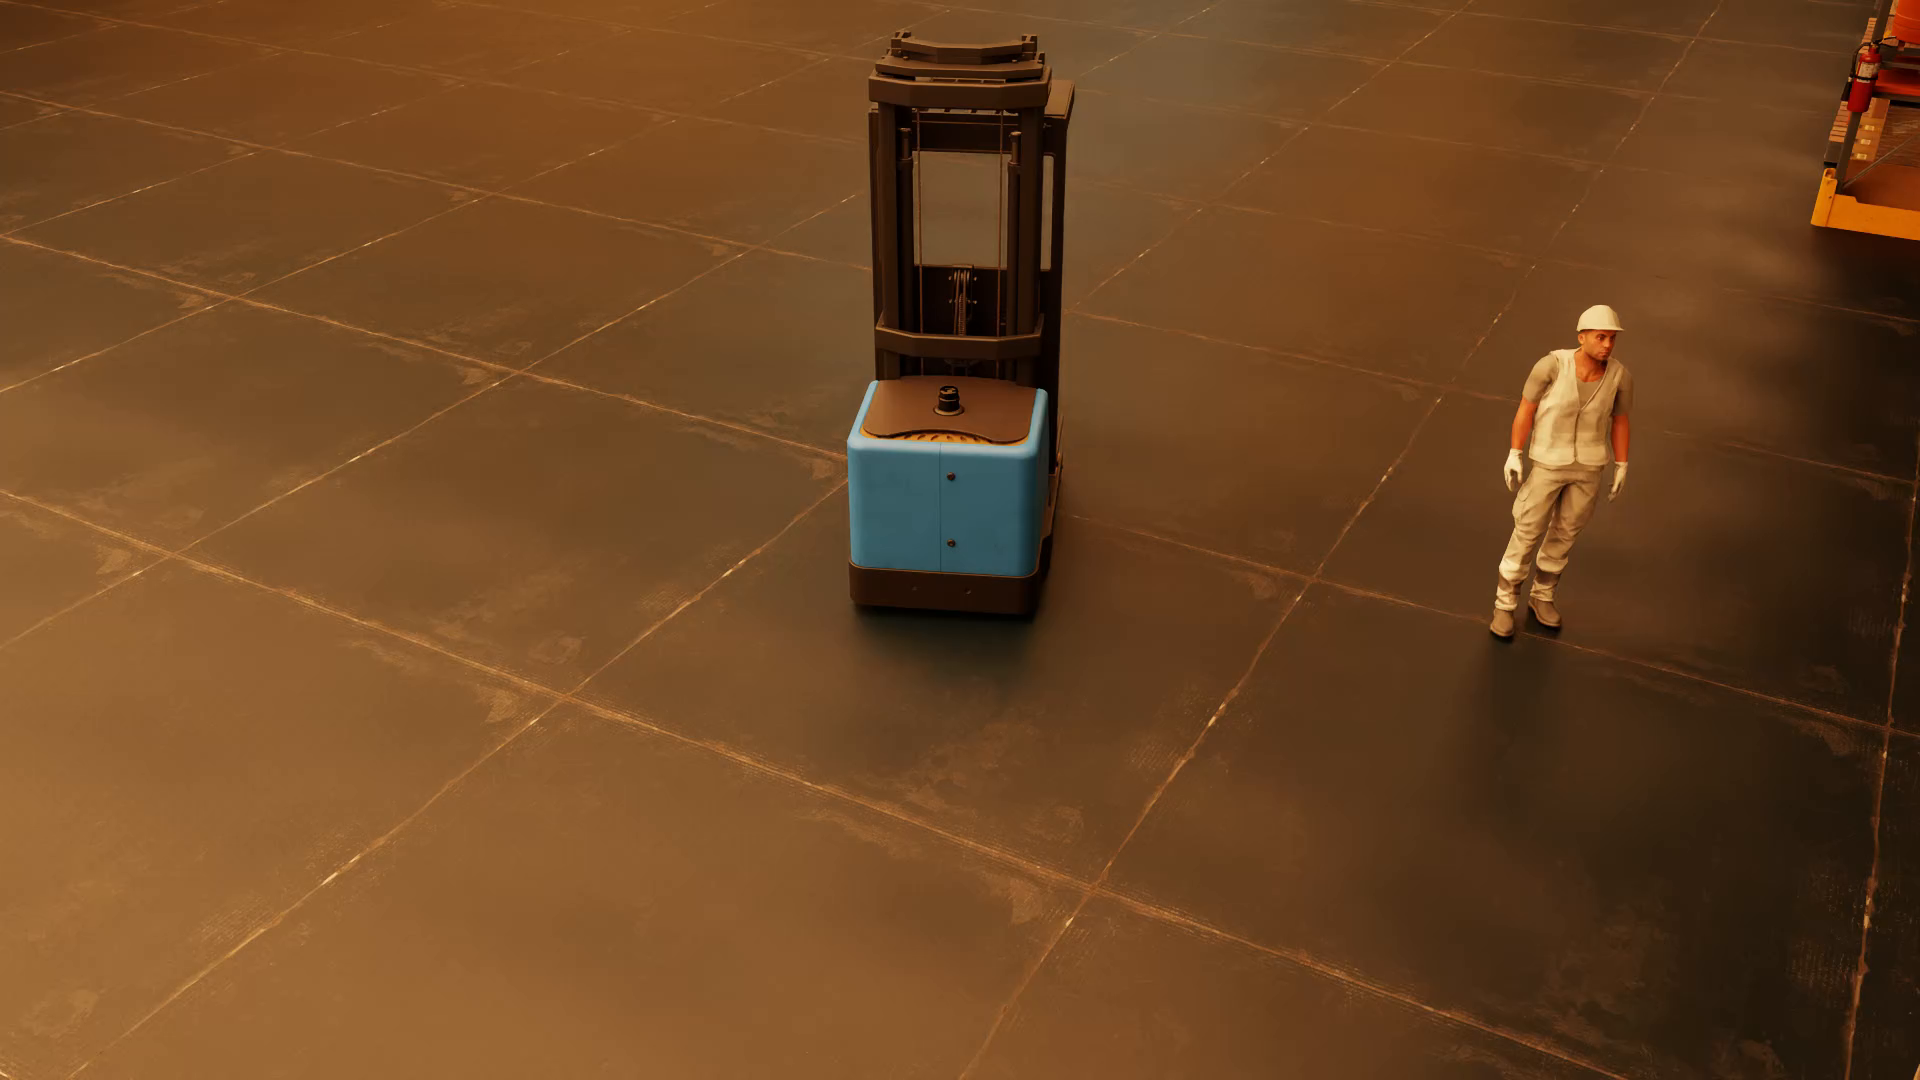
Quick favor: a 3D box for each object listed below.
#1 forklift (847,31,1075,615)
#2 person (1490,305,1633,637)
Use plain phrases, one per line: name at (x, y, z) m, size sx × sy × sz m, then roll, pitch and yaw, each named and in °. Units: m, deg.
forklift at (0.072, -1.572, 9.794) m, size 1.130 × 2.935 × 3.031 m, roll 3°, pitch 30°, yaw 6°
person at (3.223, -0.355, 8.812) m, size 0.638 × 1.789 × 0.564 m, roll 2°, pitch 30°, yaw 3°
